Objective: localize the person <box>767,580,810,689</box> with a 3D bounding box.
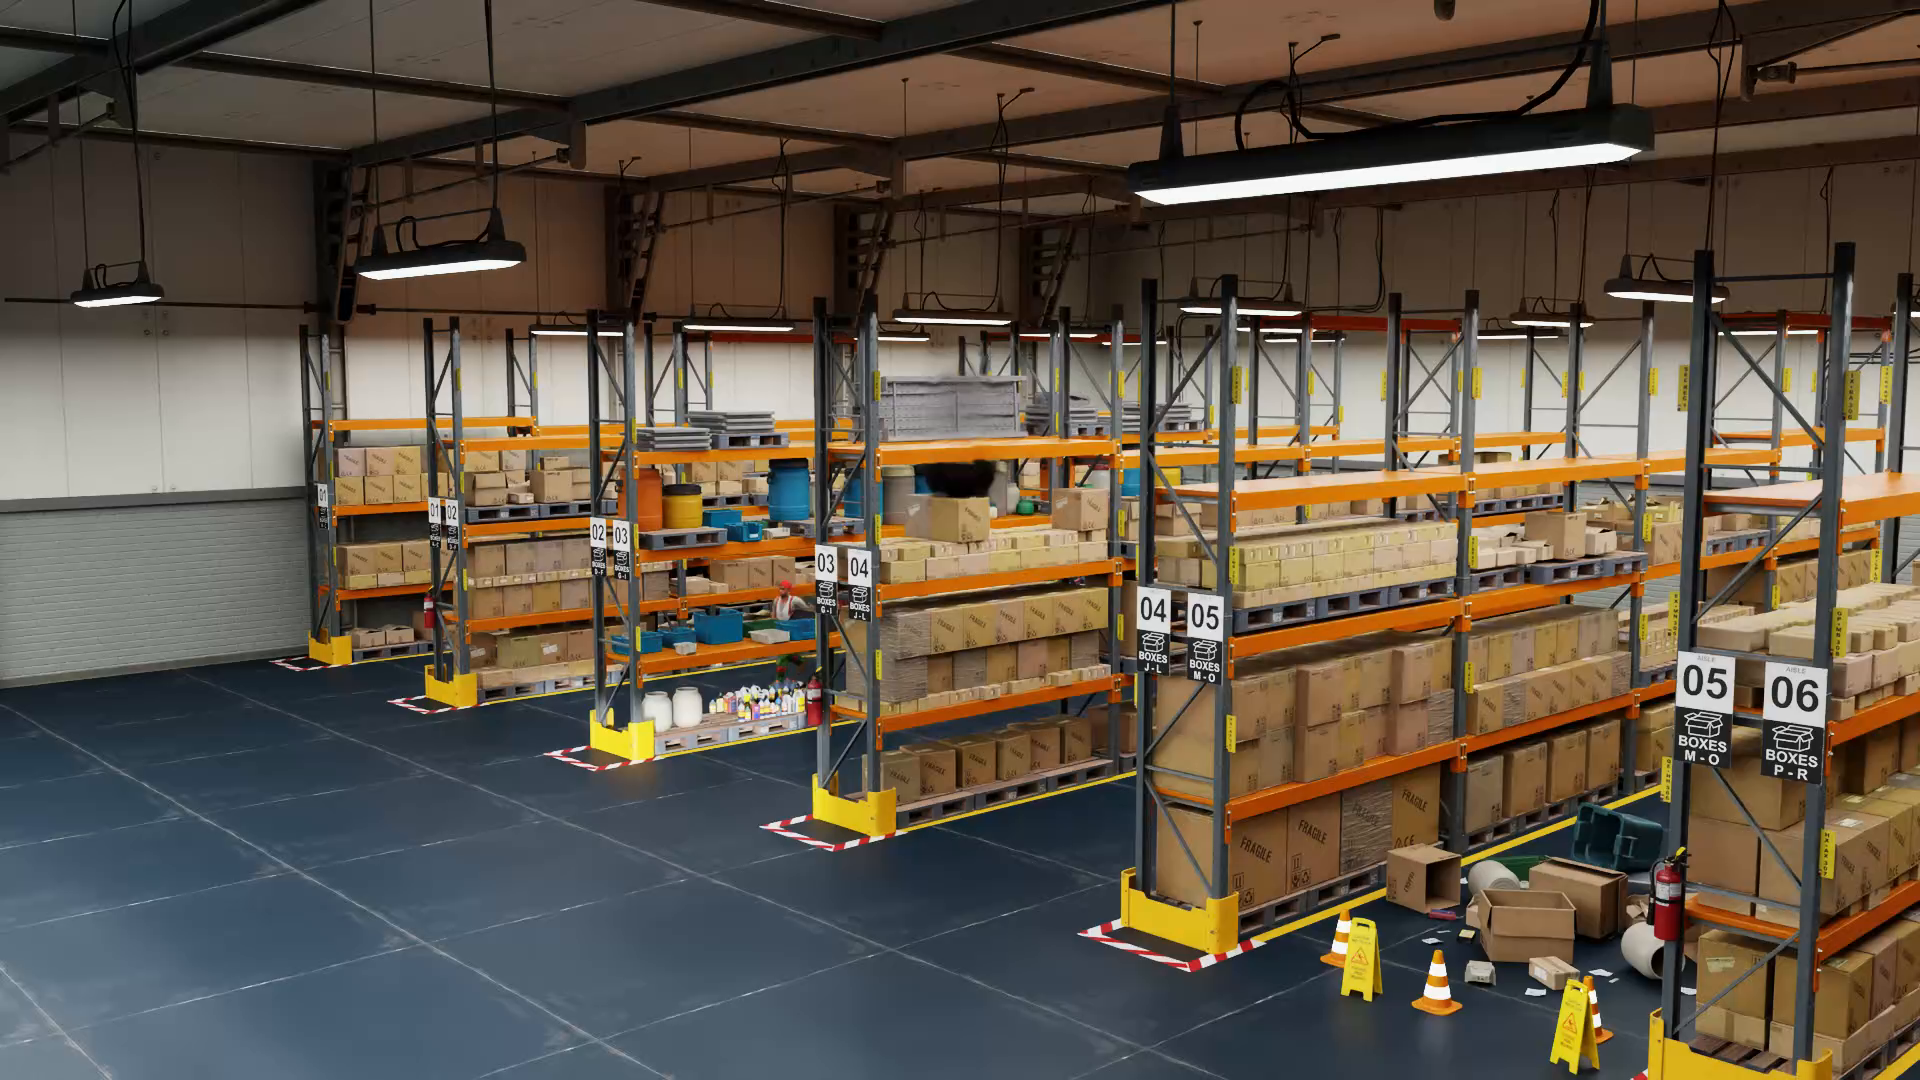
[{"bbox_3d":[-2.825,1.529,27.352,0.666,1.772,0.969,4,7,32],"label":"person"}]
